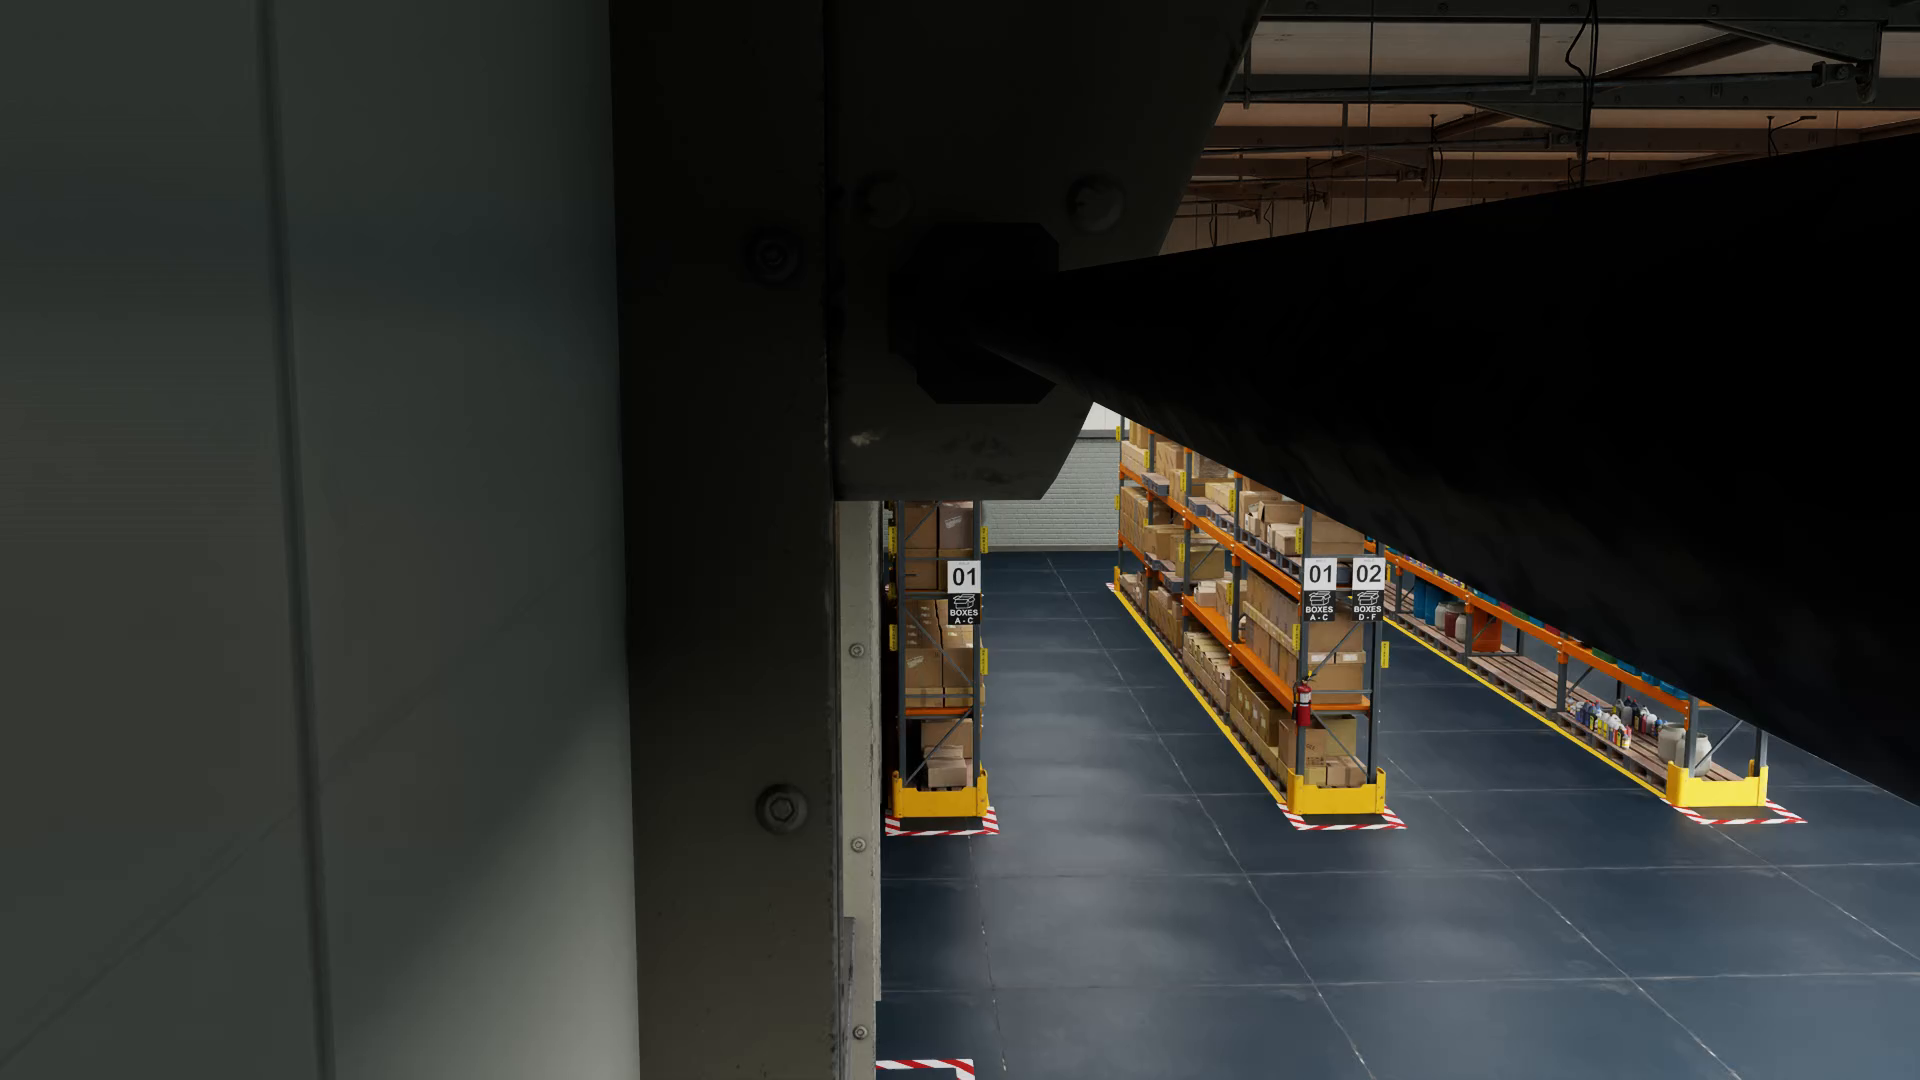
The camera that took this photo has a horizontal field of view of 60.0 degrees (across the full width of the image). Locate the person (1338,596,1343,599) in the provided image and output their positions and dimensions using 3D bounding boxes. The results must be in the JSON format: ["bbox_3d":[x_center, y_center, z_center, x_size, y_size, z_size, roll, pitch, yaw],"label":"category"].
[{"bbox_3d":[7.509,0.671,33.340,0.675,1.786,0.804,0,8,1],"label":"person"}]
